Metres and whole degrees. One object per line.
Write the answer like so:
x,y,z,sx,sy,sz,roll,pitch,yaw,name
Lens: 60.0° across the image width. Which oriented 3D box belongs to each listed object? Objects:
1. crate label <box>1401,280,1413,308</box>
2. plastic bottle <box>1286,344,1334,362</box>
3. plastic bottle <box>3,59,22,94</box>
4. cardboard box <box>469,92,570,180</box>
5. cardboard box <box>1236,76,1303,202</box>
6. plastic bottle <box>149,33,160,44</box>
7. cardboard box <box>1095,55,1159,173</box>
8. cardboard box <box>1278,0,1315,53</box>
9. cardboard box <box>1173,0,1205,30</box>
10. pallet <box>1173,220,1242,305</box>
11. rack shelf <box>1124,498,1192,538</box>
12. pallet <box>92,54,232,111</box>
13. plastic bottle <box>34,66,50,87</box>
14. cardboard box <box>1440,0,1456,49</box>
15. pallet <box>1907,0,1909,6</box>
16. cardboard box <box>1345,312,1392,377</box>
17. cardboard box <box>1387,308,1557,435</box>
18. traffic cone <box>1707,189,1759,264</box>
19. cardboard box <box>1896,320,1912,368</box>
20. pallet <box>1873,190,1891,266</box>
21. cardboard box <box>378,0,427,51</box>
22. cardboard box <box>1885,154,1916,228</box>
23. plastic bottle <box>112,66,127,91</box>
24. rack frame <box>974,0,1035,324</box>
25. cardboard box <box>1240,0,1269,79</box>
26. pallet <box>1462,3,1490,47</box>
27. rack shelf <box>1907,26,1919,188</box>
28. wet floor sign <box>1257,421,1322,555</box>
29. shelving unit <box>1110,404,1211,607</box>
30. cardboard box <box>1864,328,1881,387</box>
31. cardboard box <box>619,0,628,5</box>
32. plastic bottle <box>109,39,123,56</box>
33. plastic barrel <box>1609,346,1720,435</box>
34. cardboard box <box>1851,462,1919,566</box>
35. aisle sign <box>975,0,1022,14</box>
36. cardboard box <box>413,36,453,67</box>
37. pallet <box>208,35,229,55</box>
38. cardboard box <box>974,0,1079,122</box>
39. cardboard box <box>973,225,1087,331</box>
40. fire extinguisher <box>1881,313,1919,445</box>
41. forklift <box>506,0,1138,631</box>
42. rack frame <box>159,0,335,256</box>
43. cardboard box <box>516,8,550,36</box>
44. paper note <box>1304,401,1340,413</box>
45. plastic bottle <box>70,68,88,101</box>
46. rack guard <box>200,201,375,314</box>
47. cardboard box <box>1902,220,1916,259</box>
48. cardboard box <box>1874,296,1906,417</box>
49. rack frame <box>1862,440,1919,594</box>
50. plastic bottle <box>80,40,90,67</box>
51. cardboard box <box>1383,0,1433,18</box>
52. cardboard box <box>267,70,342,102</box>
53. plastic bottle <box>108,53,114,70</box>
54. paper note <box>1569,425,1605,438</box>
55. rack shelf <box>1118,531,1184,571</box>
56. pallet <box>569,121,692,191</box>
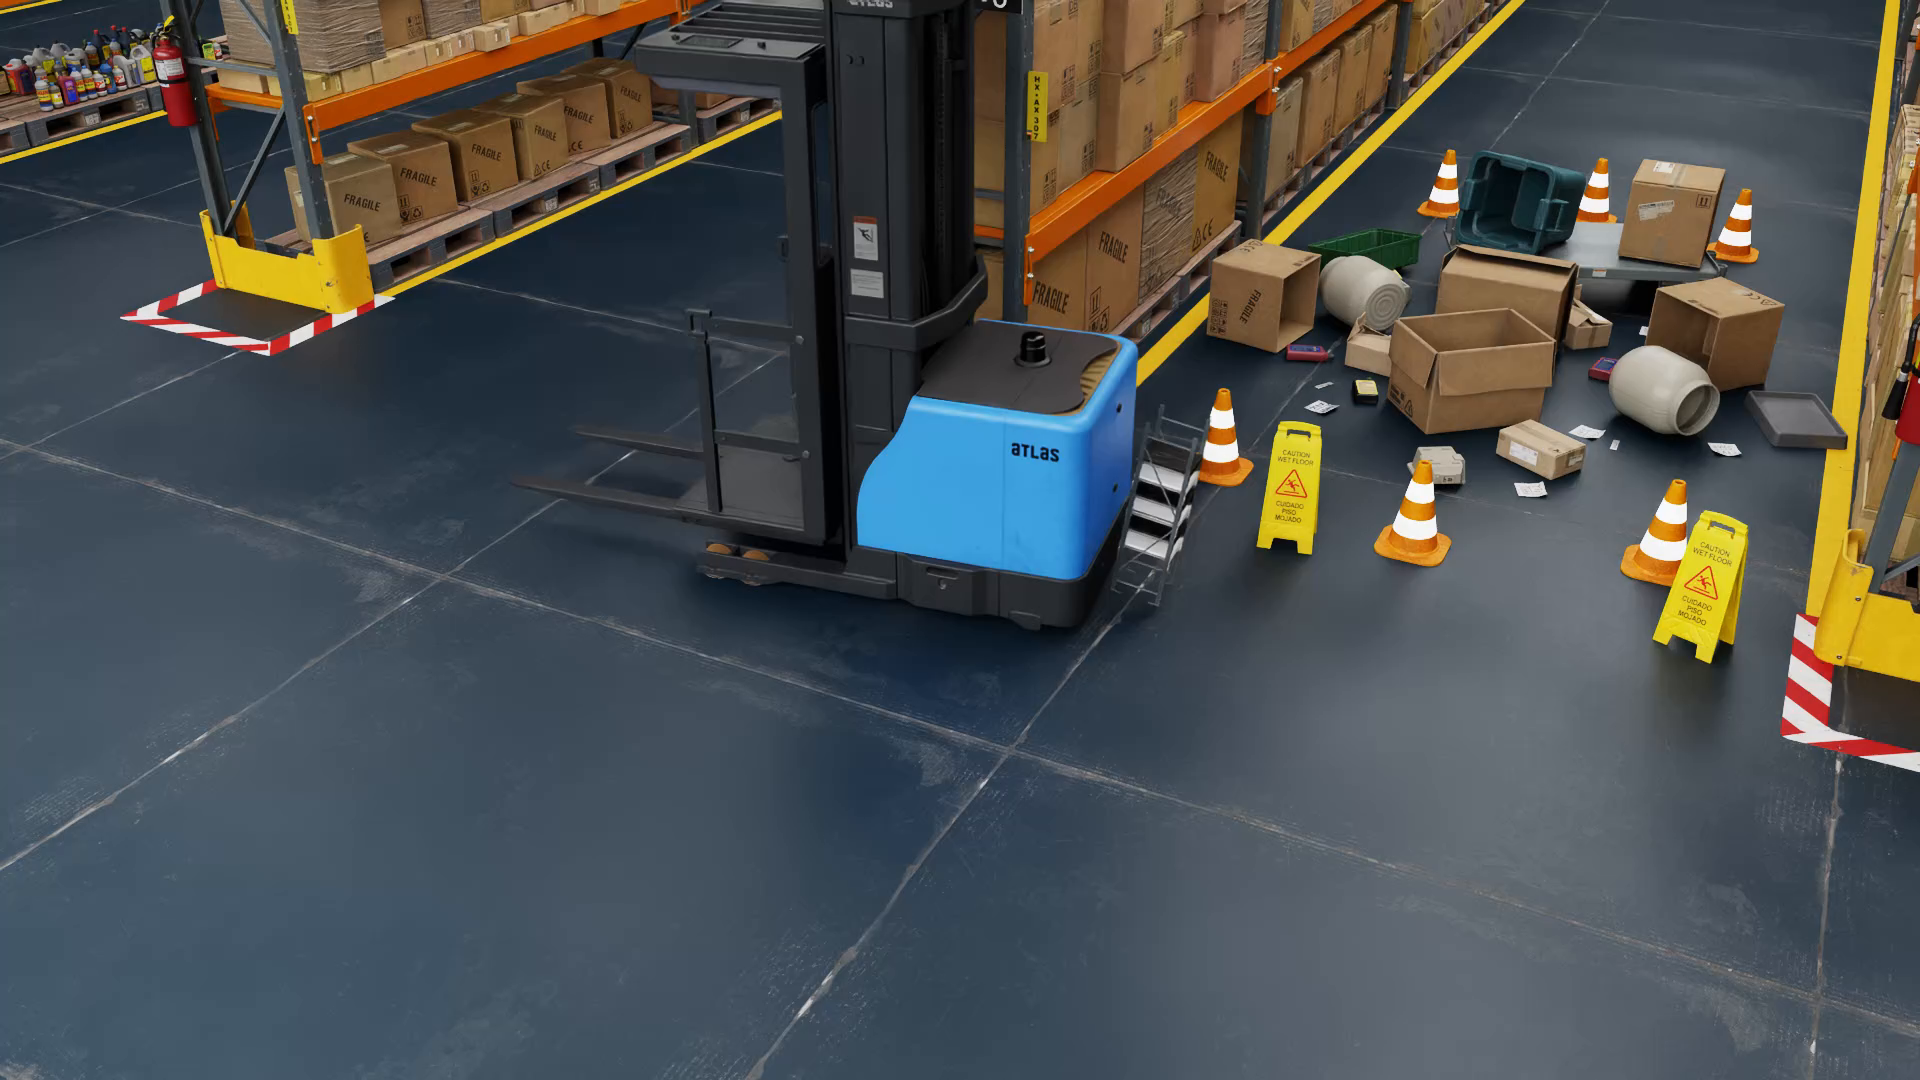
2.817,-1.636,10.961,0.298,0.136,0.250,-7,31,-11,crate label
2.142,-1.142,10.177,0.283,0.061,0.133,4,30,6,plastic bottle
-8.320,-4.086,14.647,0.152,0.276,0.135,15,33,24,plastic bottle
-3.359,-3.088,12.704,0.500,0.500,0.500,11,32,19,cardboard box
1.898,-3.039,12.368,1.050,0.750,0.750,14,33,23,cardboard box
-7.665,-4.721,15.827,0.097,0.201,0.097,0,30,0,plastic bottle
0.600,-2.472,9.392,0.875,0.550,0.550,14,33,23,cardboard box
2.175,-3.753,11.672,0.500,0.500,0.500,15,33,24,cardboard box
0.981,-3.436,9.987,0.875,0.550,0.550,14,33,23,cardboard box
1.280,-2.008,11.536,1.003,0.211,1.213,14,33,23,pallet
0.905,-0.123,7.595,0.258,0.077,0.200,19,34,16,rack shelf
-7.426,-4.333,15.584,1.003,0.211,1.213,14,33,23,pallet
-8.137,-4.095,14.738,0.097,0.201,0.097,0,30,0,plastic bottle
4.523,-5.116,16.236,0.500,0.500,0.500,13,32,22,cardboard box
11.320,-6.197,18.830,1.003,0.211,1.213,14,33,23,pallet
2.552,-1.172,10.024,0.396,0.266,0.258,21,36,32,cardboard box
2.872,-0.956,9.410,0.797,0.503,0.637,-7,31,-11,cardboard box
5.467,-2.226,11.662,0.336,0.463,0.334,14,33,23,traffic cone
4.566,-0.874,7.695,0.380,0.149,0.250,15,33,25,cardboard box
7.056,-2.138,11.761,1.003,0.211,1.213,14,33,23,pallet
-4.100,-3.593,11.095,0.875,0.500,0.500,14,33,23,cardboard box
7.025,-2.363,11.569,0.950,0.372,0.625,15,33,25,cardboard box
-7.461,-4.099,14.744,0.097,0.201,0.097,0,30,0,plastic bottle
-0.127,-1.764,8.309,1.000,3.000,0.127,14,33,23,rack frame
1.538,-3.436,11.070,0.875,0.550,0.550,14,33,23,cardboard box
4.987,-5.529,17.666,1.003,0.211,1.213,14,33,23,pallet
7.059,-3.034,11.243,1.077,0.370,4.000,14,33,23,rack shelf
1.623,-0.281,8.091,0.267,0.644,0.232,9,31,15,wet floor sign
0.909,-0.150,7.577,0.258,0.900,0.210,19,34,16,shelving unit
5.406,-1.009,9.335,0.500,0.250,0.500,16,34,26,cardboard box
-2.800,-4.230,12.857,0.380,0.149,0.250,14,33,23,cardboard box
-7.779,-4.483,15.342,0.097,0.271,0.097,0,30,0,plastic bottle
3.919,-0.828,9.266,0.421,0.421,0.512,-12,32,-20,plastic barrel
4.466,-0.105,7.761,0.500,0.250,0.500,14,33,23,cardboard box
0.108,-2.792,7.489,0.394,0.787,0.004,14,33,23,aisle sign
-3.680,-3.336,11.299,0.380,0.149,0.250,14,33,23,cardboard box
-6.760,-4.978,16.707,1.003,0.211,1.213,14,33,23,pallet
0.077,-2.453,8.274,0.875,0.550,0.550,14,33,23,cardboard box
0.123,-1.340,9.284,0.875,0.875,0.875,14,33,24,cardboard box
3.864,-0.706,6.545,0.296,0.674,0.183,14,33,23,fire extinguisher
-0.734,-1.291,7.556,3.031,2.935,1.130,9,31,16,forklift
-4.496,-2.934,10.347,1.000,3.000,0.127,14,33,23,rack frame
-3.206,-3.775,12.063,0.380,0.149,0.250,14,33,23,cardboard box
2.080,-0.767,9.557,0.142,0.017,0.144,-25,38,-36,paper note
-7.646,-3.950,14.414,0.097,0.271,0.097,0,30,0,plastic bottle
-4.461,-1.884,11.028,1.175,0.500,0.348,14,33,23,rack guard
5.296,-1.585,8.933,0.380,0.149,0.250,16,33,25,cardboard box
4.930,-0.869,8.338,0.500,0.500,0.500,14,33,22,cardboard box
4.326,-0.686,6.432,1.000,3.000,0.127,14,33,23,rack frame
-8.018,-4.432,15.242,0.061,0.283,0.133,16,33,25,plastic bottle
4.047,-4.984,15.253,0.500,0.250,0.500,13,32,21,cardboard box
-4.154,-2.897,10.535,0.380,0.149,0.250,14,33,23,cardboard box
-7.527,-4.217,14.867,0.061,0.283,0.133,14,33,23,plastic bottle
3.505,-0.606,9.287,0.142,0.019,0.148,-25,38,-36,paper note
0.883,0.027,7.693,0.258,0.077,0.200,19,34,16,rack shelf
-2.948,-3.192,13.597,1.003,0.211,1.213,14,33,23,pallet
